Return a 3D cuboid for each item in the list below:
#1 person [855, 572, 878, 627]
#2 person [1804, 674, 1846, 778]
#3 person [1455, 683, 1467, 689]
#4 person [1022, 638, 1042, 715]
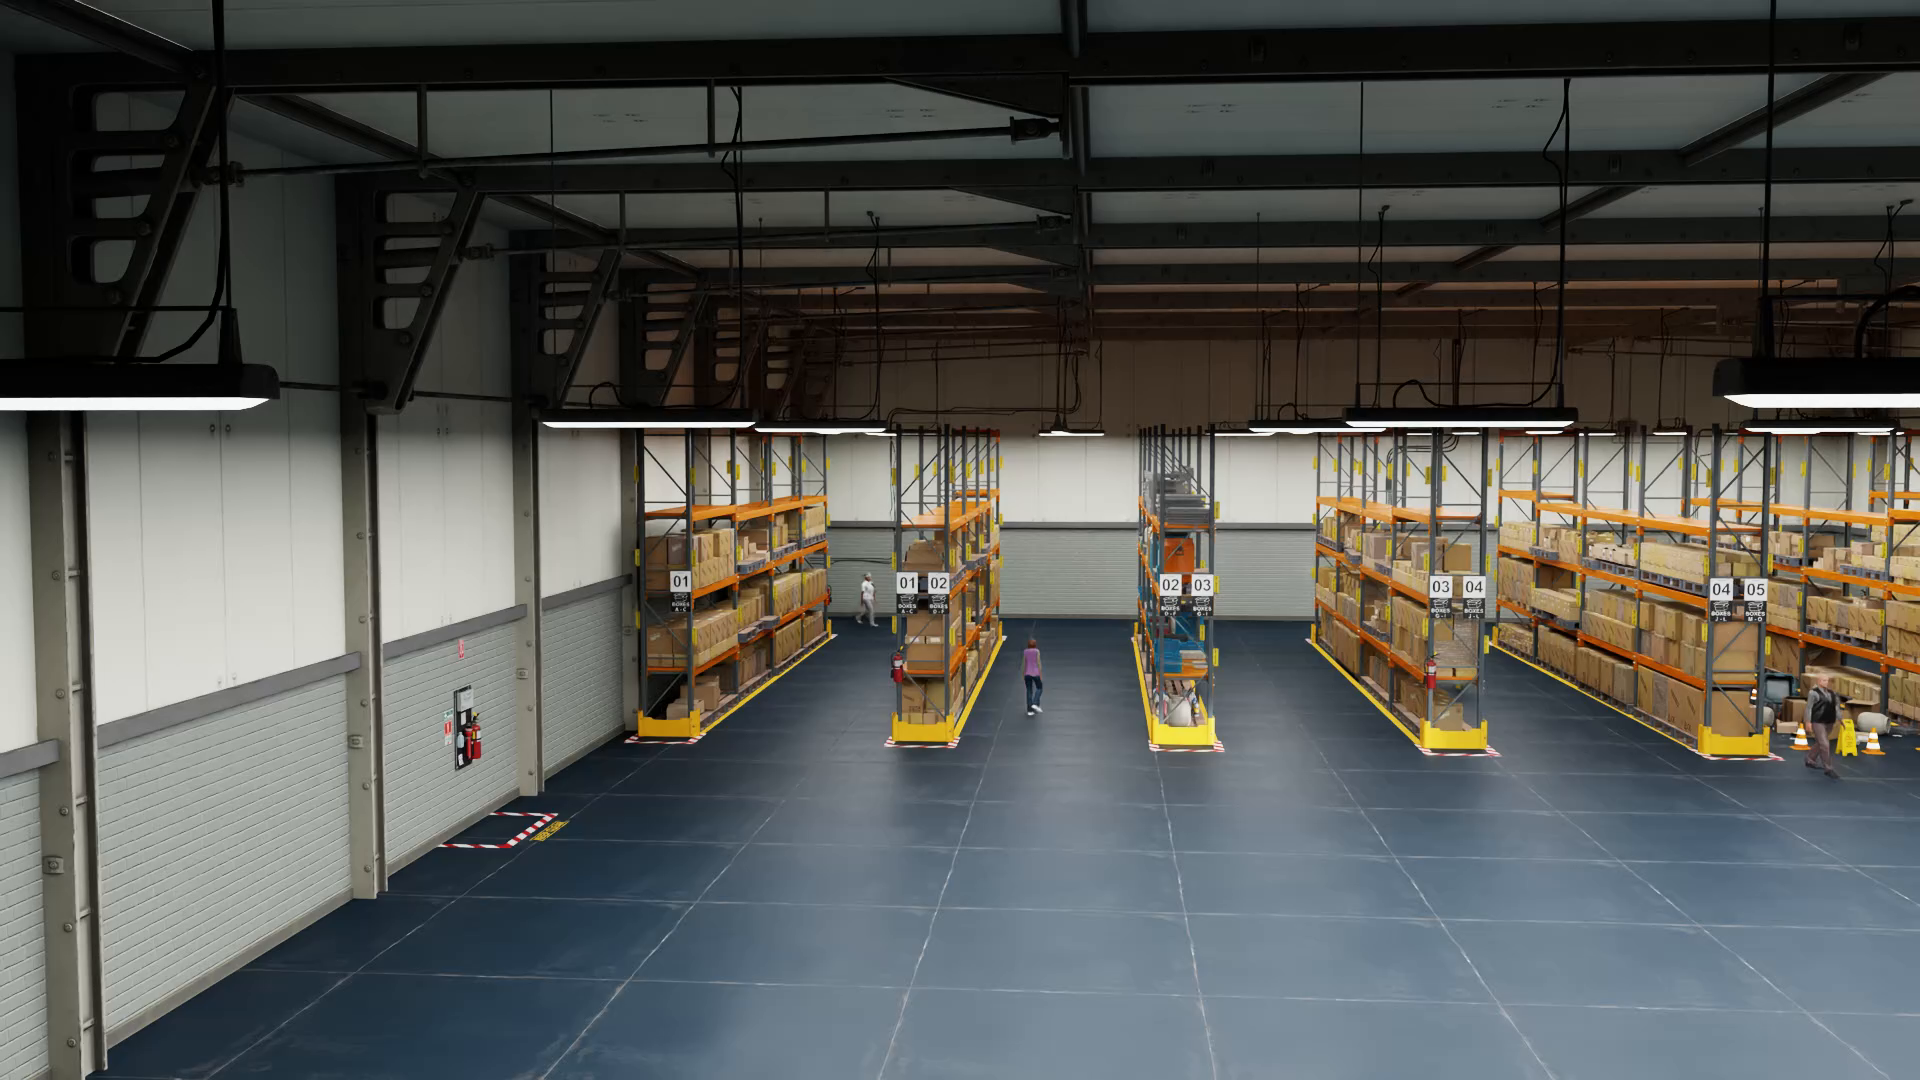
[{"bbox_3d":[-2.839,1.802,50.631,0.870,1.654,0.446,2,4,28],"label":"person"},{"bbox_3d":[14.745,3.142,28.353,0.557,1.710,0.846,-1,4,-20],"label":"person"},{"bbox_3d":[11.452,2.534,38.179,0.629,1.740,0.678,1,4,18],"label":"person"},{"bbox_3d":[1.488,2.819,34.455,0.447,1.584,0.469,1,4,16],"label":"person"}]
